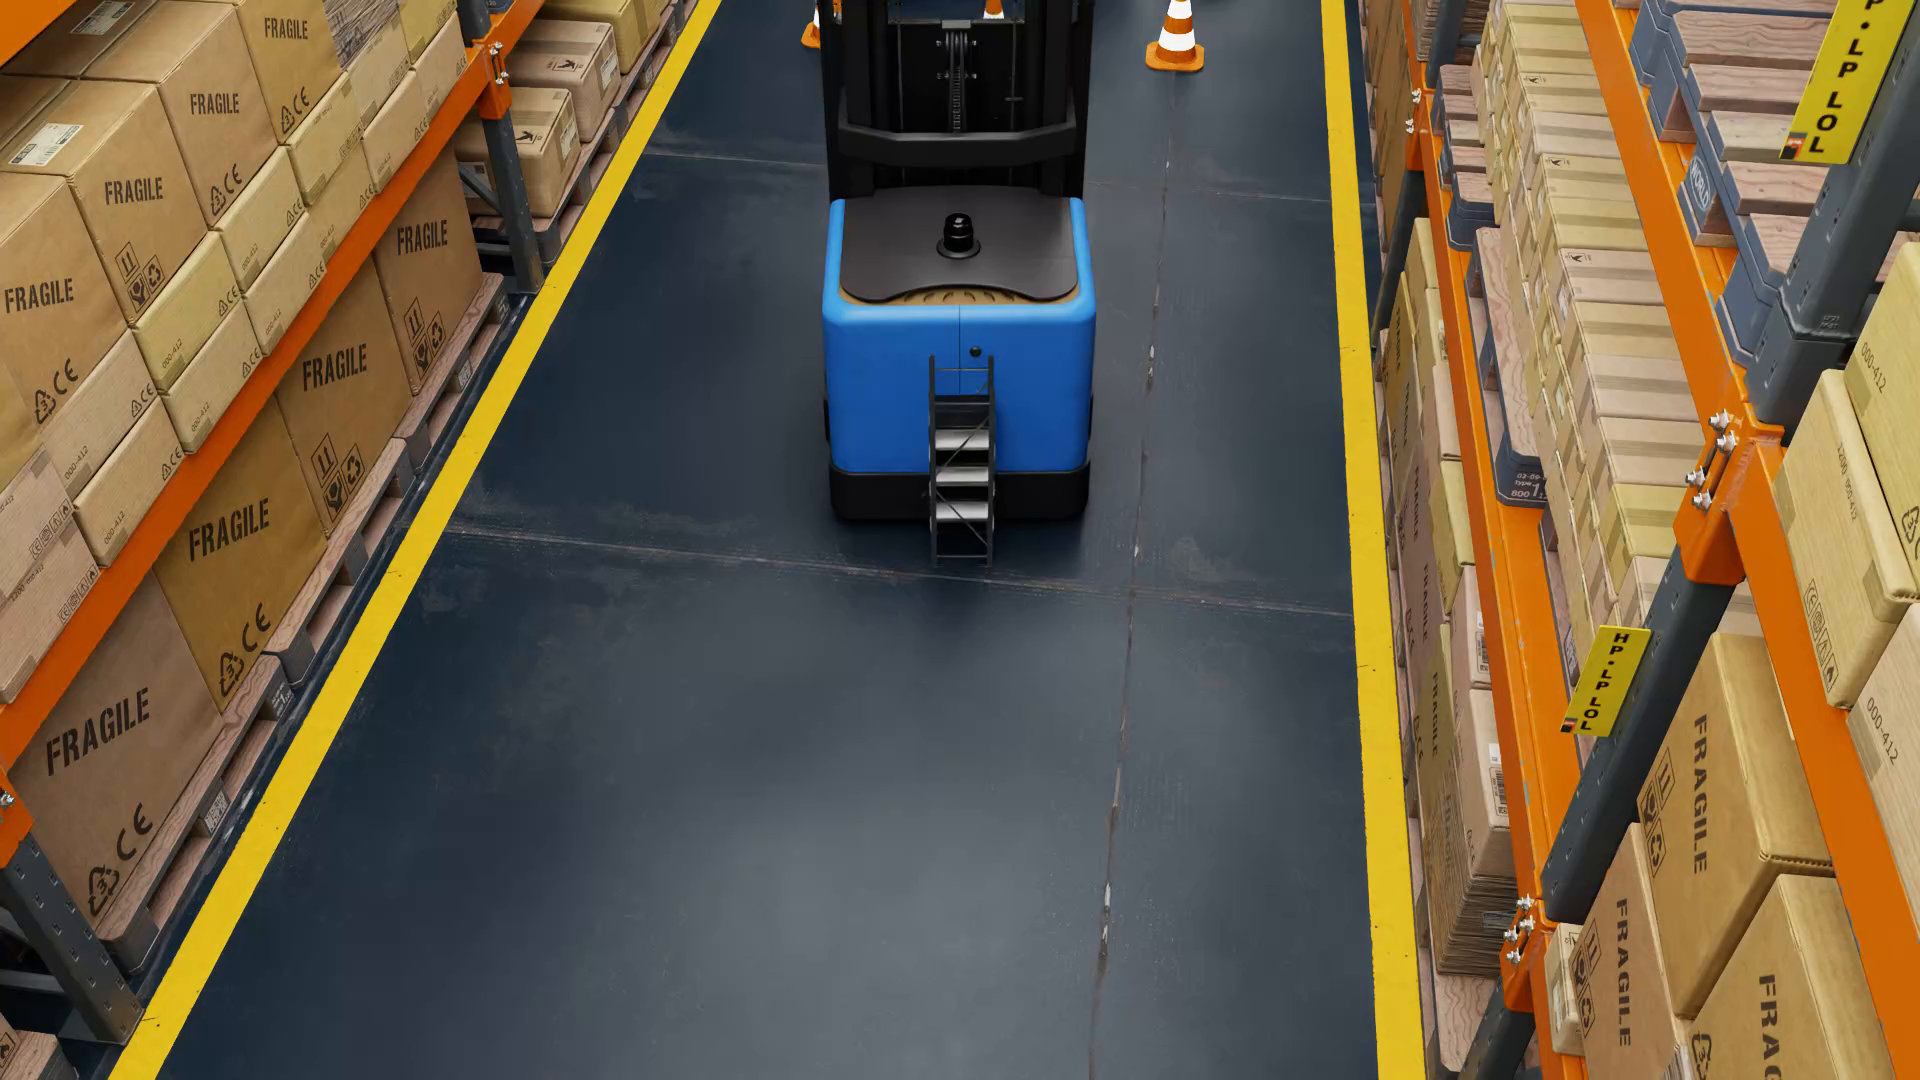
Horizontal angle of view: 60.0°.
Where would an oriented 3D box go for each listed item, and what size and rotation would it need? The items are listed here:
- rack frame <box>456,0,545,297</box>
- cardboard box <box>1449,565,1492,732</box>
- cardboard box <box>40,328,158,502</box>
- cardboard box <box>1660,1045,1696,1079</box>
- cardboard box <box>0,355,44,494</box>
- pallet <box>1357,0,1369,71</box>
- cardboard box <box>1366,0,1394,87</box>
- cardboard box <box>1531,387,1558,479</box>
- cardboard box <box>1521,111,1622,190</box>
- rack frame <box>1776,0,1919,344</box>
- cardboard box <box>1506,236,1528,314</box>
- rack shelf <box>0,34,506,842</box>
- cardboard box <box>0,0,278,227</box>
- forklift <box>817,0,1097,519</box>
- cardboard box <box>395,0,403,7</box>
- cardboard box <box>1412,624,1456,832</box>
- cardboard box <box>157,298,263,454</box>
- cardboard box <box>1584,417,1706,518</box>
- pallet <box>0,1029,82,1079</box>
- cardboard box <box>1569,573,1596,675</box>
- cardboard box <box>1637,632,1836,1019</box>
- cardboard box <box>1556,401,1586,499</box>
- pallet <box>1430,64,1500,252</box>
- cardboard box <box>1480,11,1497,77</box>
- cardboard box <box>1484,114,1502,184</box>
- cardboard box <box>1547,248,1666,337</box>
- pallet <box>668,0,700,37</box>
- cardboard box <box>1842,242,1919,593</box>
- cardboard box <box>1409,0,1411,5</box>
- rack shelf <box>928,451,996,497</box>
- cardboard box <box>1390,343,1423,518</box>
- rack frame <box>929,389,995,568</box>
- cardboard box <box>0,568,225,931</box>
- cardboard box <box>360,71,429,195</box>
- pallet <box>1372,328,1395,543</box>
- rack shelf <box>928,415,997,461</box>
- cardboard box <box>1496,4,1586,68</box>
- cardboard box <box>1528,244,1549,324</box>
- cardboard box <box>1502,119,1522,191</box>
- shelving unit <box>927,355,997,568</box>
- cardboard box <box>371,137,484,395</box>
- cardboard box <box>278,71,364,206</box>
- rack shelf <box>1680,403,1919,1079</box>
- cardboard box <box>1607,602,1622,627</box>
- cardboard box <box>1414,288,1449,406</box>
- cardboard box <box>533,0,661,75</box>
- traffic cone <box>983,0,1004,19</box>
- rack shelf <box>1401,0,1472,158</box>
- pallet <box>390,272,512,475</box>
[{"bbox_3d":[-2.517,-2.346,7.045,1.000,3.000,0.127,5,44,6],"label":"rack frame"},{"bbox_3d":[1.803,0.365,5.150,0.500,0.250,0.500,7,44,7],"label":"cardboard box"},{"bbox_3d":[-2.667,-0.379,4.714,0.500,0.250,0.500,6,44,6],"label":"cardboard box"},{"bbox_3d":[1.500,1.270,2.938,0.500,0.500,0.500,5,44,5],"label":"cardboard box"},{"bbox_3d":[-2.703,-0.293,4.077,0.500,0.500,0.500,6,44,6],"label":"cardboard box"},{"bbox_3d":[2.904,-3.145,9.918,1.003,0.211,1.213,5,44,6],"label":"pallet"},{"bbox_3d":[2.807,-2.938,9.002,1.050,0.750,0.750,5,44,6],"label":"cardboard box"},{"bbox_3d":[1.863,-0.296,4.758,0.380,0.149,0.250,4,44,4],"label":"cardboard box"},{"bbox_3d":[2.010,-1.229,5.311,0.380,0.149,0.250,7,44,7],"label":"cardboard box"},{"bbox_3d":[1.874,-1.417,1.701,1.000,3.000,0.127,5,44,6],"label":"rack frame"},{"bbox_3d":[1.970,-0.835,5.328,0.380,0.149,0.250,6,44,6],"label":"cardboard box"},{"bbox_3d":[-2.782,-0.721,5.853,1.077,0.370,4.000,5,44,6],"label":"rack shelf"},{"bbox_3d":[-2.532,-1.336,5.180,0.500,0.500,0.500,5,44,5],"label":"cardboard box"},{"bbox_3d":[-0.020,-2.140,6.878,1.130,2.935,3.031,-1,43,-1],"label":"forklift"},{"bbox_3d":[-2.326,-2.369,6.270,0.500,0.500,0.500,4,44,4],"label":"cardboard box"},{"bbox_3d":[1.790,0.640,5.405,0.500,0.500,0.500,4,44,5],"label":"cardboard box"},{"bbox_3d":[-2.576,-0.541,5.249,0.500,0.250,0.500,5,44,5],"label":"cardboard box"},{"bbox_3d":[1.804,-0.166,4.188,0.380,0.149,0.250,4,44,4],"label":"cardboard box"},{"bbox_3d":[-3.224,1.904,4.585,1.003,0.211,1.213,5,44,6],"label":"pallet"},{"bbox_3d":[1.764,0.235,4.198,0.380,0.149,0.250,5,44,6],"label":"cardboard box"},{"bbox_3d":[1.573,0.540,2.982,0.500,0.500,0.500,6,44,7],"label":"cardboard box"},{"bbox_3d":[1.832,-0.232,4.474,0.380,0.149,0.250,4,44,4],"label":"cardboard box"},{"bbox_3d":[2.414,-1.399,6.186,1.213,0.211,1.003,5,44,6],"label":"pallet"},{"bbox_3d":[2.140,-1.823,6.154,0.380,0.149,0.250,7,44,7],"label":"cardboard box"},{"bbox_3d":[2.073,-1.372,5.895,0.380,0.149,0.250,7,44,8],"label":"cardboard box"},{"bbox_3d":[1.907,-0.695,4.747,0.380,0.149,0.250,3,44,4],"label":"cardboard box"},{"bbox_3d":[-2.090,-3.528,10.323,1.003,0.211,1.213,5,44,6],"label":"pallet"},{"bbox_3d":[1.572,-0.148,2.289,0.500,0.250,0.500,7,44,7],"label":"cardboard box"},{"bbox_3d":[2.263,-2.672,7.317,0.500,0.500,0.500,5,44,6],"label":"cardboard box"},{"bbox_3d":[0.007,-0.262,6.421,0.258,0.077,0.200,-1,43,-1],"label":"rack shelf"},{"bbox_3d":[1.993,-0.407,6.511,0.500,0.500,0.500,6,44,6],"label":"cardboard box"},{"bbox_3d":[0.008,-0.217,6.324,0.240,0.900,0.006,-1,43,-1],"label":"rack frame"},{"bbox_3d":[-3.043,0.570,5.207,0.875,0.875,0.875,6,44,7],"label":"cardboard box"},{"bbox_3d":[-2.379,-1.573,6.339,0.500,0.250,0.500,6,44,6],"label":"cardboard box"},{"bbox_3d":[2.298,-0.419,7.039,1.003,0.211,1.213,5,44,6],"label":"pallet"},{"bbox_3d":[0.007,-0.393,6.297,0.258,0.077,0.200,-1,43,-1],"label":"rack shelf"},{"bbox_3d":[2.117,-1.761,5.873,0.380,0.149,0.250,4,44,4],"label":"cardboard box"},{"bbox_3d":[1.939,-0.760,5.032,0.380,0.149,0.250,7,44,7],"label":"cardboard box"},{"bbox_3d":[2.041,-1.283,5.585,0.380,0.149,0.250,5,44,6],"label":"cardboard box"},{"bbox_3d":[0.007,-0.287,6.398,0.258,0.900,0.210,-1,43,-1],"label":"shelving unit"},{"bbox_3d":[-2.691,-1.263,7.142,0.875,0.875,0.875,5,44,5],"label":"cardboard box"},{"bbox_3d":[-2.441,-1.419,5.812,0.500,0.250,0.500,4,44,4],"label":"cardboard box"},{"bbox_3d":[1.609,1.297,1.540,1.077,0.370,4.000,5,44,6],"label":"rack shelf"},{"bbox_3d":[1.731,0.303,3.909,0.380,0.149,0.250,6,44,7],"label":"cardboard box"},{"bbox_3d":[2.005,-0.688,6.262,0.500,0.250,0.500,5,44,5],"label":"cardboard box"},{"bbox_3d":[-2.237,-2.948,9.287,0.950,0.372,0.625,7,44,7],"label":"cardboard box"},{"bbox_3d":[0.188,-2.890,9.465,0.336,0.463,0.334,5,44,6],"label":"traffic cone"},{"bbox_3d":[2.667,-3.066,8.330,1.077,0.370,4.000,5,44,6],"label":"rack shelf"},{"bbox_3d":[-2.696,-0.803,7.444,1.003,0.211,1.213,5,44,6],"label":"pallet"}]
